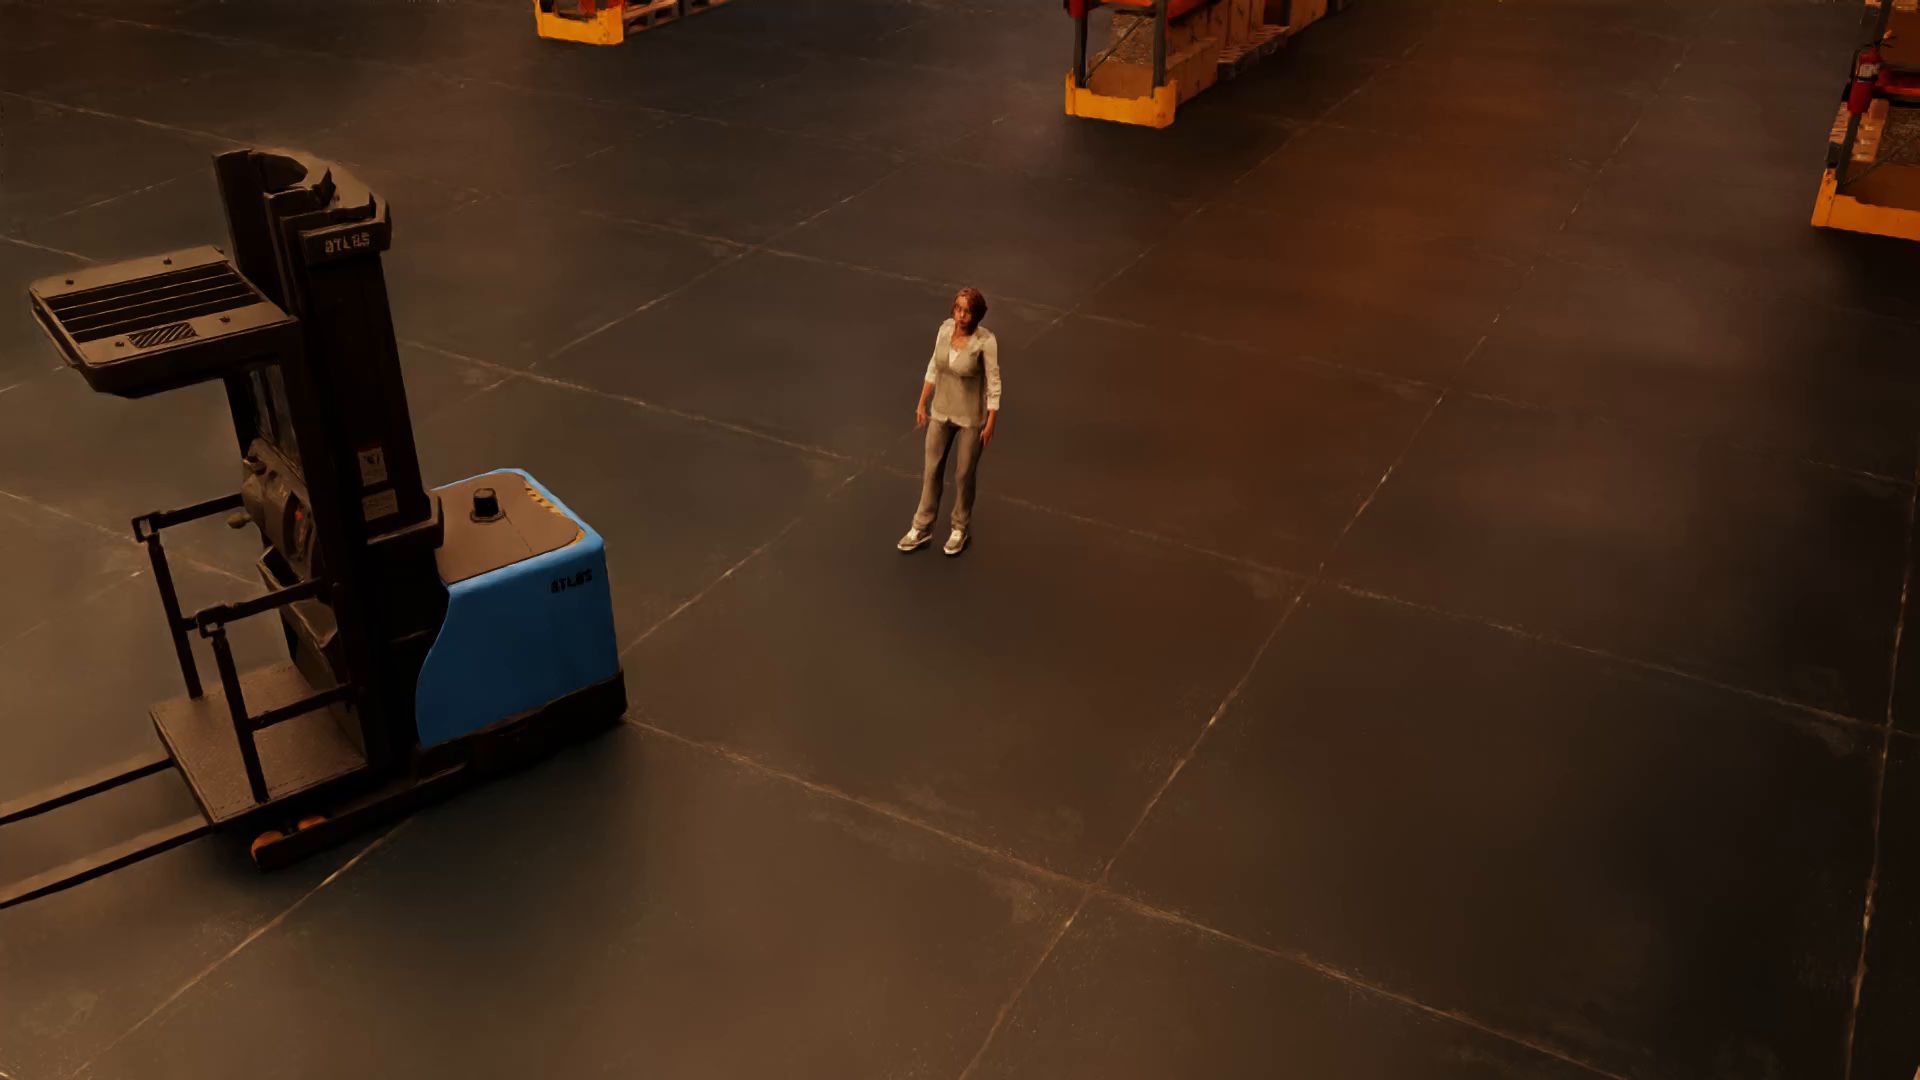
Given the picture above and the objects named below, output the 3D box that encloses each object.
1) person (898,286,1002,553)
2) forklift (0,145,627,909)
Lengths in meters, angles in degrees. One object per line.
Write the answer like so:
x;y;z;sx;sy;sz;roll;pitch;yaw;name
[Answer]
-0.048;-0.669;9.550;0.521;1.597;0.474;15;33;25;person
-3.160;-0.096;7.237;3.031;2.935;1.130;-21;36;-32;forklift
